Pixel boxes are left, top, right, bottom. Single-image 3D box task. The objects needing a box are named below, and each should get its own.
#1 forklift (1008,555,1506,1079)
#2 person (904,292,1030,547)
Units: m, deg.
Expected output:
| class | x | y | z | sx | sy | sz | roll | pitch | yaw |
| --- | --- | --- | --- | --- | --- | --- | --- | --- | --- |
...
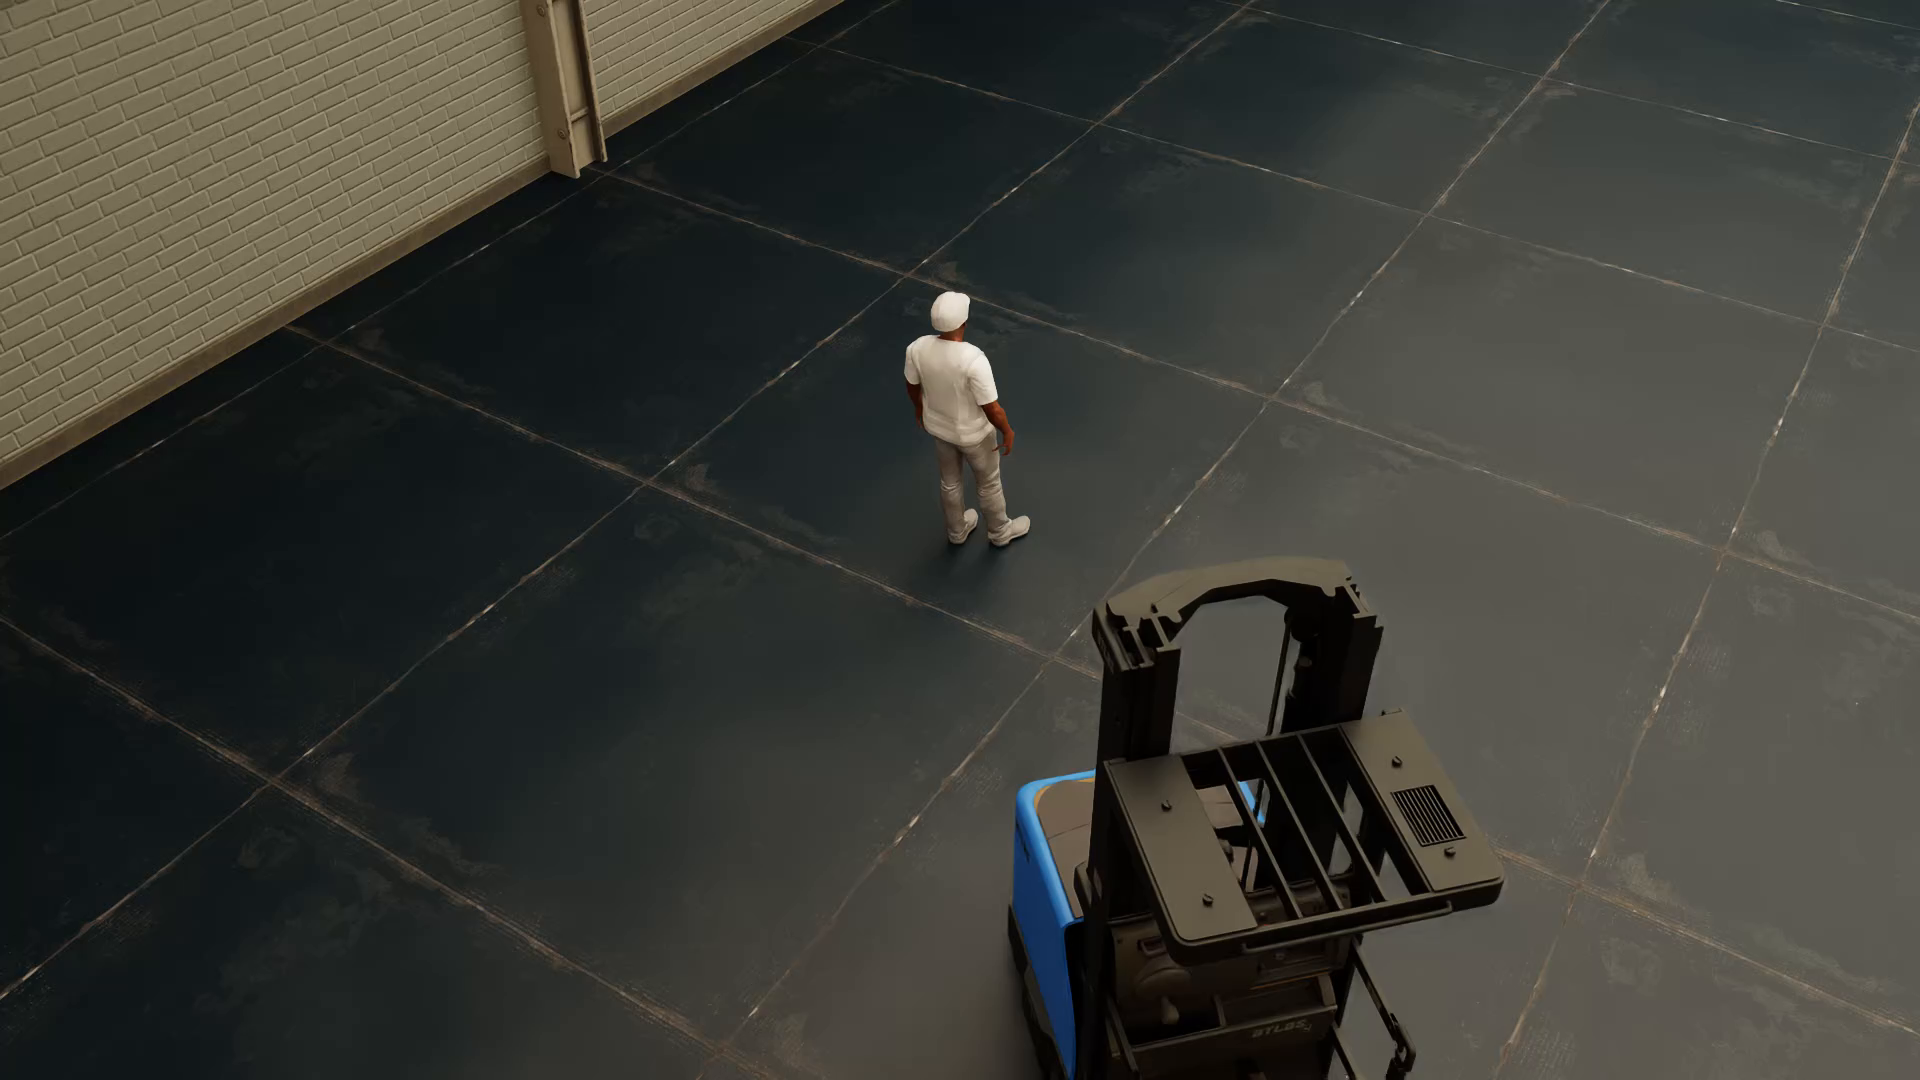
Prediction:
| class | x | y | z | sx | sy | sz | roll | pitch | yaw |
| --- | --- | --- | --- | --- | --- | --- | --- | --- | --- |
| forklift | 1.071 | 1.627 | 6.047 | 1.130 | 2.935 | 3.031 | -9 | 41 | -10 |
| person | 0.042 | -0.716 | 9.702 | 0.666 | 1.768 | 0.575 | 22 | 45 | 24 |
